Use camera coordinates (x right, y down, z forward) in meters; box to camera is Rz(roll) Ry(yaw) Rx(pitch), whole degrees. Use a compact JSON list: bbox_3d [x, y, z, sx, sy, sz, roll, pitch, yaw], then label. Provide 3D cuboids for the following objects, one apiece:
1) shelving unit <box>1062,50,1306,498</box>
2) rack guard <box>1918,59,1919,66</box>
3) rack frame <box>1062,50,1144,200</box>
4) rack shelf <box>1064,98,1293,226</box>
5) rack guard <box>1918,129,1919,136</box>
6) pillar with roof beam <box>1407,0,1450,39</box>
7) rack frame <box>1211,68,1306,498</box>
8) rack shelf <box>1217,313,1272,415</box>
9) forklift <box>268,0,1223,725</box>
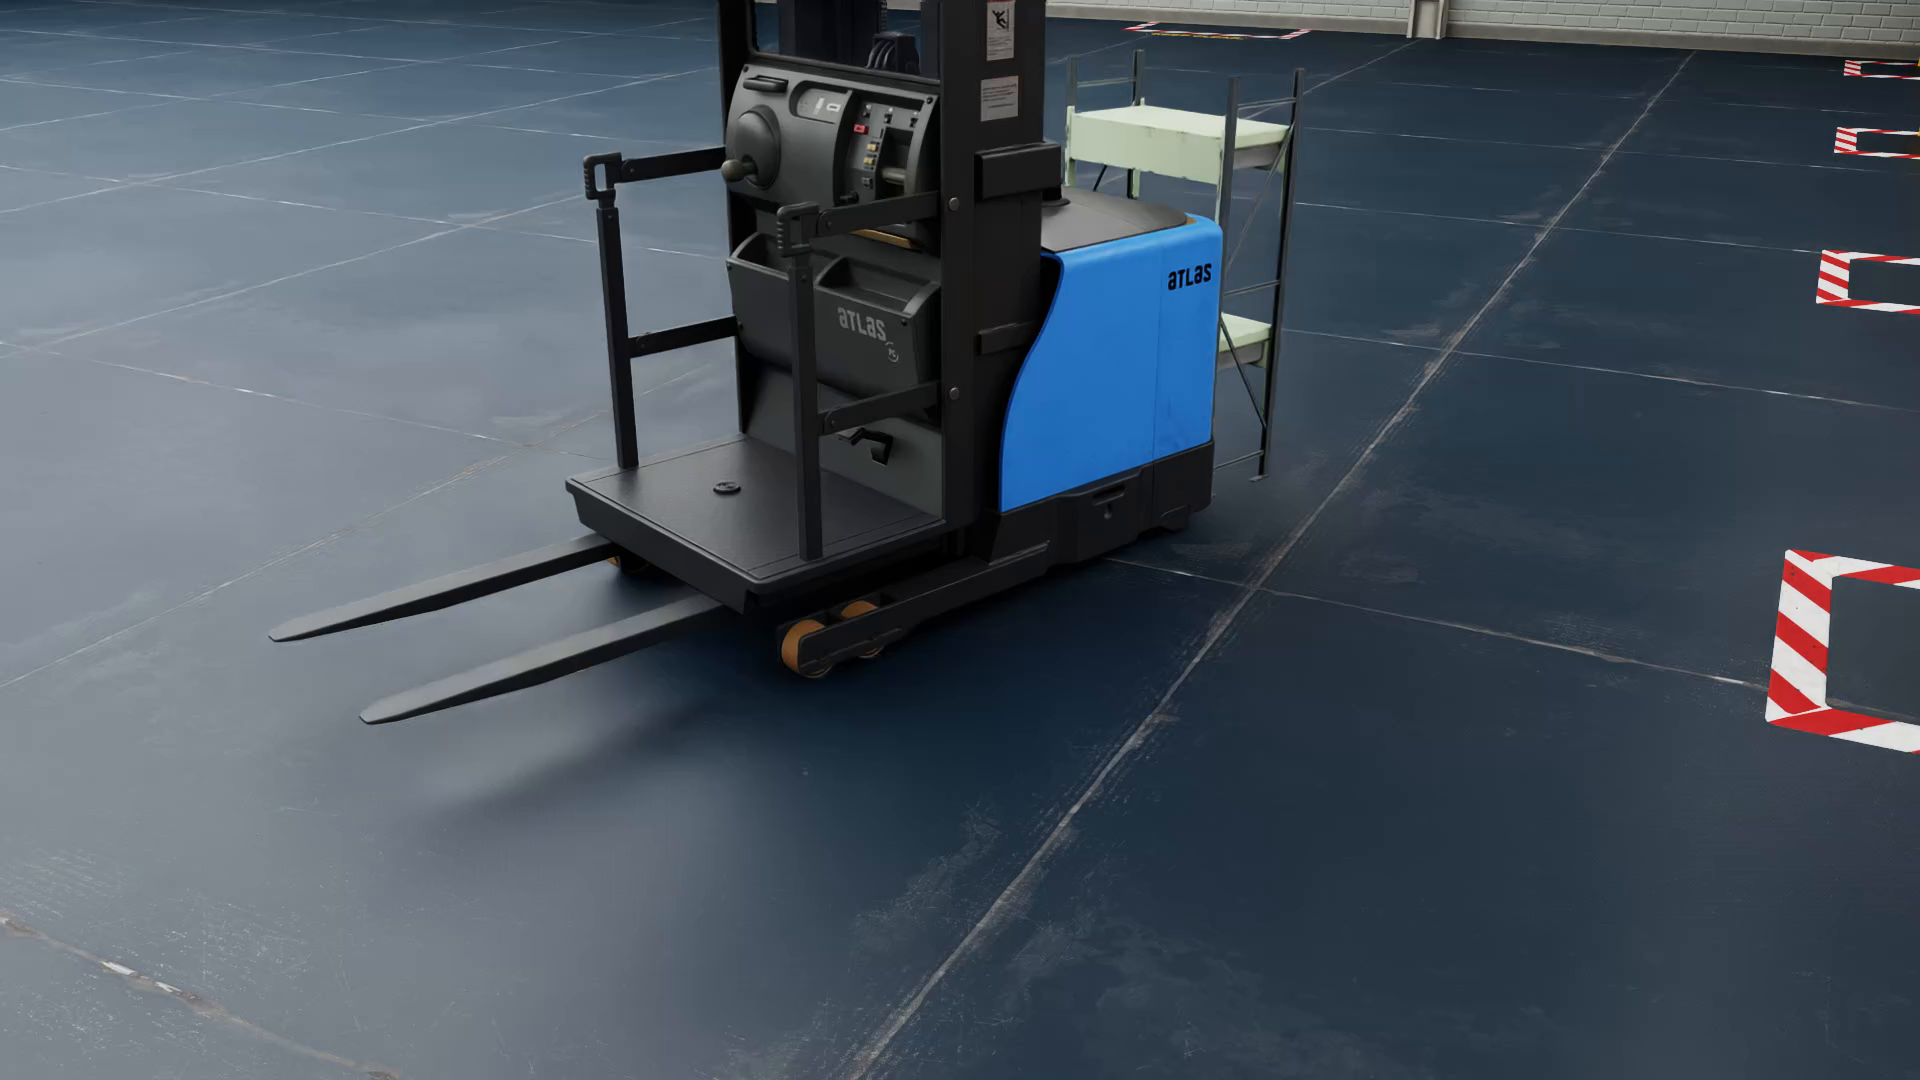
[{"bbox_3d":[0.778,-0.991,6.151,0.431,1.500,0.755,-19,29,-40],"label":"shelving unit"},{"bbox_3d":[9.992,-5.007,16.884,0.348,0.500,1.175,11,25,25],"label":"rack guard"},{"bbox_3d":[0.526,-1.096,6.396,0.400,1.500,0.023,-19,29,-40],"label":"rack frame"},{"bbox_3d":[0.784,-1.353,6.004,0.431,0.370,0.720,-19,29,-40],"label":"rack shelf"},{"bbox_3d":[7.671,-3.294,12.856,0.348,0.500,1.175,11,25,25],"label":"rack guard"},{"bbox_3d":[3.643,-8.666,14.628,0.400,9.000,9.100,11,25,25],"label":"pillar with roof beam"},{"bbox_3d":[1.029,-0.887,5.906,0.400,1.500,0.023,-19,29,-40],"label":"rack frame"},{"bbox_3d":[0.772,-0.689,6.274,0.431,0.370,0.720,-19,29,-40],"label":"rack shelf"},{"bbox_3d":[-0.550,-1.180,4.779,3.031,2.935,1.130,-19,30,-38],"label":"forklift"}]
